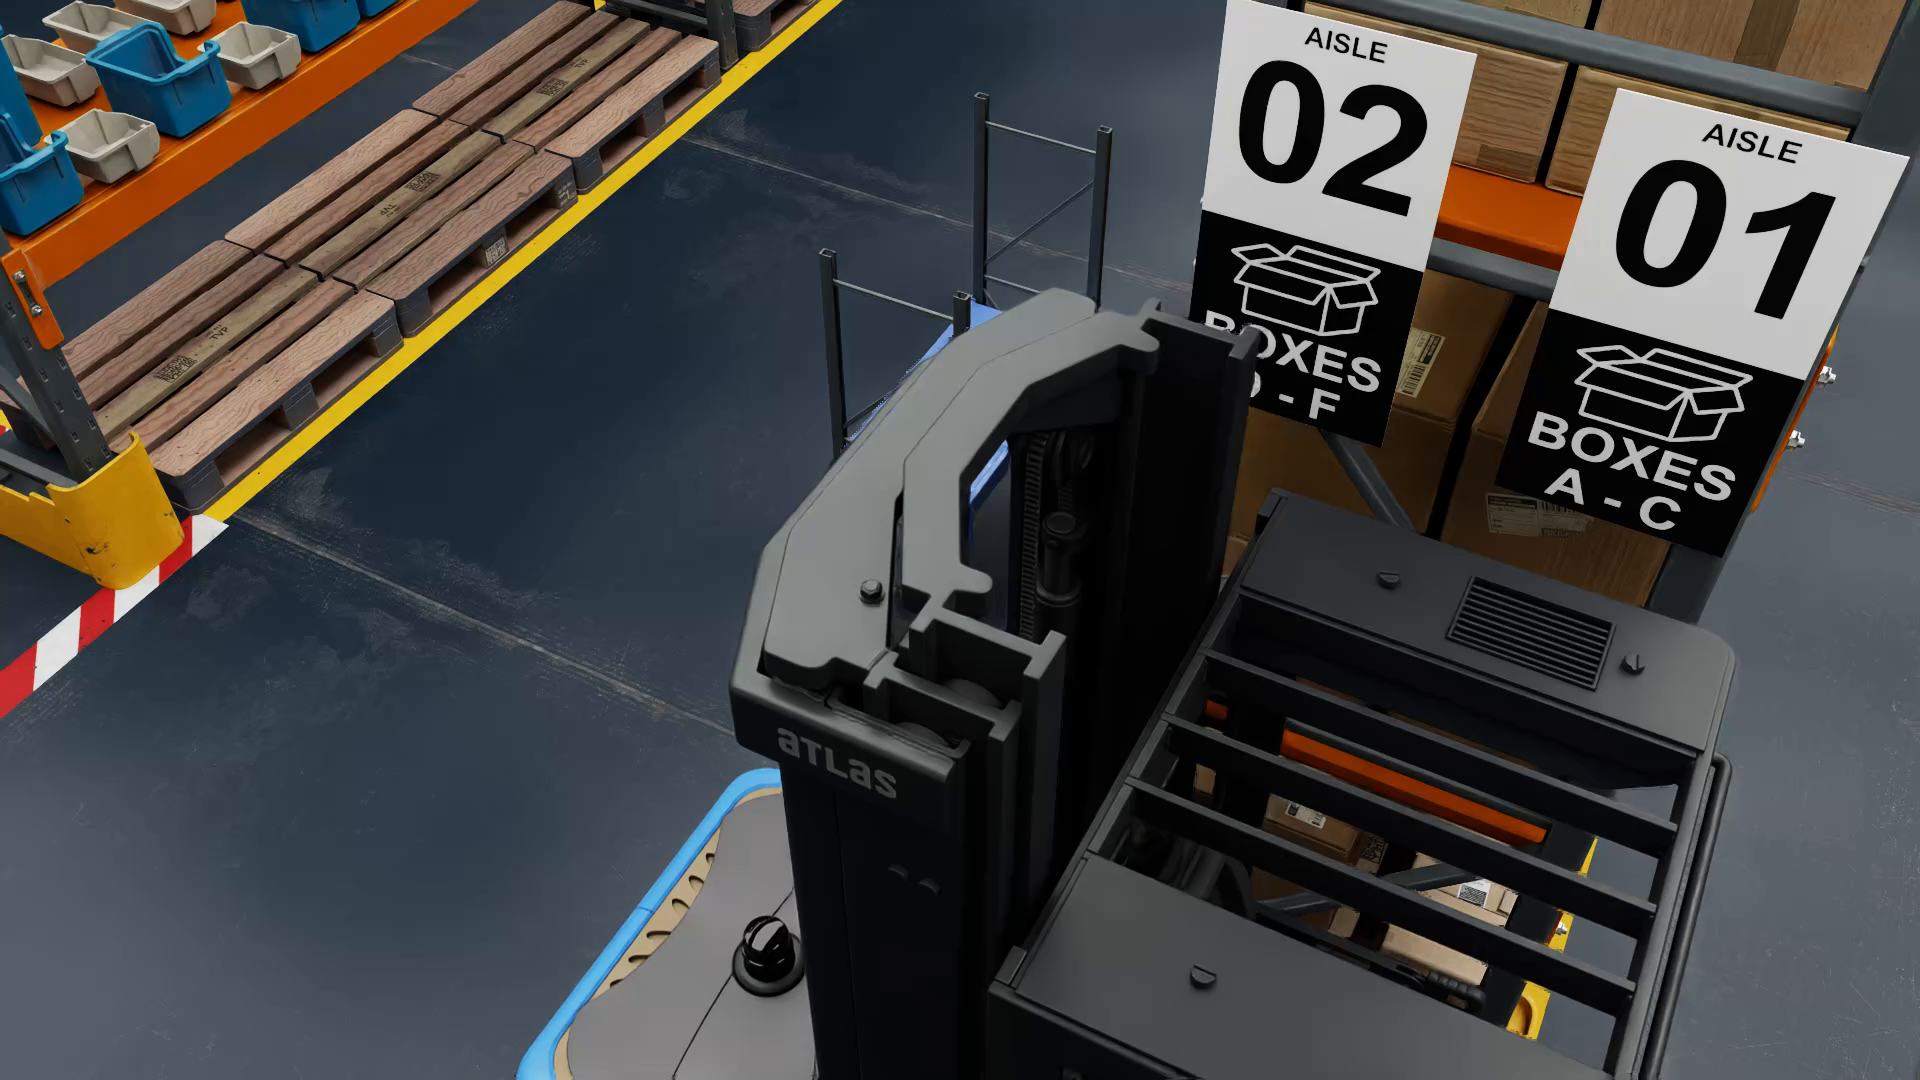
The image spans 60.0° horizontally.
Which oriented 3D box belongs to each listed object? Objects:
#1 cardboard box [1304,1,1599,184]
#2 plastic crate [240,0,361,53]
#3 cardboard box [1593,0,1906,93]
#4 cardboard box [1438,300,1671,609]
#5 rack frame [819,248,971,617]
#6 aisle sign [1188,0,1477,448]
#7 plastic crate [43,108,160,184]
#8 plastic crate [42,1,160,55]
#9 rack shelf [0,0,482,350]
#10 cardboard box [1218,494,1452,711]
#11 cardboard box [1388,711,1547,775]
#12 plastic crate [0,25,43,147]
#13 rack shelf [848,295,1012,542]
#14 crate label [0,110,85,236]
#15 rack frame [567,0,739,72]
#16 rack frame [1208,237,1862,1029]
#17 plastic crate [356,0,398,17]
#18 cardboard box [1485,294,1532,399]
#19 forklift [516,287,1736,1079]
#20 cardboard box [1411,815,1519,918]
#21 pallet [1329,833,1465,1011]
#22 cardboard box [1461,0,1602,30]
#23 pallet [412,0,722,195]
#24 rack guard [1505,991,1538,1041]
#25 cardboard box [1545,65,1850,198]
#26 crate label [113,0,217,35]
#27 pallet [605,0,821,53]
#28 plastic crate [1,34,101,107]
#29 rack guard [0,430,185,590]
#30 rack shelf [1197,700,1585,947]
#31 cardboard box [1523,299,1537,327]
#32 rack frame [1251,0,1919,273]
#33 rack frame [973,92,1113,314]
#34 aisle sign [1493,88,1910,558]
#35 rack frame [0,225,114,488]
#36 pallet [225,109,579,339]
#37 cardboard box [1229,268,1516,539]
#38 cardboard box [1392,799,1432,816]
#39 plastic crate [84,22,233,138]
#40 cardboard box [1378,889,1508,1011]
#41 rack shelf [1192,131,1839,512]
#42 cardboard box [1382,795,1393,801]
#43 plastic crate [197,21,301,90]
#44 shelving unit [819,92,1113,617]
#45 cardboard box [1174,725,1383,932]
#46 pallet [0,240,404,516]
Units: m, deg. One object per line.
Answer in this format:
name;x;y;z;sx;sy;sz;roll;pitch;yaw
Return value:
cardboard box;0.902;-0.950;3.076;0.500;0.250;0.500;20;49;19
plastic crate;-2.471;-2.014;6.207;0.416;0.233;0.300;20;49;19
cardboard box;1.366;-0.953;2.728;0.500;0.250;0.500;20;49;19
cardboard box;1.337;-0.117;3.483;0.500;0.500;0.500;22;49;20
rack frame;-0.196;-0.261;5.453;0.500;1.500;0.032;20;49;19
aisle sign;0.594;-0.510;2.817;0.394;0.787;0.004;20;49;19
plastic crate;-2.860;-1.325;5.594;0.250;0.136;0.298;20;49;19
plastic crate;-3.123;-1.855;6.118;0.396;0.136;0.243;20;49;19
rack shelf;-2.560;-2.182;6.804;1.077;0.370;4.000;20;49;19
cardboard box;0.864;0.055;4.016;0.500;0.500;0.500;22;49;20
cardboard box;1.337;0.235;3.839;0.500;0.500;0.500;21;49;20
plastic crate;-3.498;-1.481;5.538;0.616;0.435;0.499;20;49;19
rack shelf;0.040;-0.455;5.898;0.538;0.185;1.000;20;49;19
crate label;-3.082;-1.184;5.387;0.416;0.233;0.303;20;49;19
rack frame;-1.631;-3.695;7.793;1.000;3.000;0.127;20;49;19
rack frame;0.897;0.462;3.684;1.000;3.000;0.127;20;49;19
plastic crate;-2.332;-2.203;6.394;0.416;0.233;0.300;20;49;19
cardboard box;1.094;-0.614;3.974;0.500;0.500;0.500;22;49;20
forklift;0.560;1.068;3.133;3.031;2.935;1.130;20;49;19
cardboard box;1.512;0.996;4.839;0.380;0.166;0.250;20;49;19
pallet;1.302;0.892;5.220;1.003;0.211;1.213;20;49;19
cardboard box;0.910;-1.123;2.896;0.500;0.250;0.500;20;49;19
pallet;-1.938;-2.239;8.314;1.003;0.211;1.213;20;49;19
rack guard;0.933;1.293;4.620;1.175;0.500;0.348;20;49;19
cardboard box;1.361;-0.779;2.907;0.500;0.250;0.500;20;49;19
crate label;-3.015;-2.039;6.299;0.396;0.136;0.243;20;49;19
pallet;-1.236;-3.187;9.252;1.003;0.211;1.213;20;49;19
plastic crate;-3.270;-1.677;5.942;0.396;0.136;0.243;20;49;19
rack guard;-3.488;-0.277;6.173;1.175;0.500;0.348;20;49;19
rack shelf;1.826;-0.545;5.185;1.077;0.370;4.000;20;49;19
cardboard box;1.573;-0.449;3.811;0.500;0.500;0.500;21;49;19
rack frame;0.897;-1.646;1.550;1.000;3.000;0.127;20;49;19
rack frame;0.276;-0.901;6.086;0.500;1.500;0.032;20;49;19
aisle sign;1.126;-0.311;2.621;0.394;0.787;0.004;20;49;19
rack frame;-3.488;-1.175;5.303;1.000;3.000;0.127;20;49;19
pallet;-2.504;-1.468;7.552;1.003;0.211;1.213;20;49;19
cardboard box;0.860;-0.295;3.660;0.500;0.500;0.500;20;49;19
cardboard box;1.633;0.710;5.063;0.500;0.250;0.500;20;49;19
plastic crate;-2.776;-1.599;5.797;0.416;0.233;0.300;20;49;19
cardboard box;1.396;1.160;4.690;0.380;0.149;0.250;20;49;19
rack shelf;1.826;-1.599;4.118;1.077;0.370;4.000;20;49;19
cardboard box;1.199;0.654;5.177;0.380;0.166;0.250;20;49;19
plastic crate;-2.545;-1.753;6.016;0.250;0.136;0.298;20;49;19
shelving unit;0.040;-0.581;5.770;0.538;1.500;1.048;20;49;19
cardboard box;0.932;0.763;4.835;0.500;0.500;0.500;20;49;19
pallet;-3.071;-0.702;6.795;1.003;0.211;1.213;20;49;19
